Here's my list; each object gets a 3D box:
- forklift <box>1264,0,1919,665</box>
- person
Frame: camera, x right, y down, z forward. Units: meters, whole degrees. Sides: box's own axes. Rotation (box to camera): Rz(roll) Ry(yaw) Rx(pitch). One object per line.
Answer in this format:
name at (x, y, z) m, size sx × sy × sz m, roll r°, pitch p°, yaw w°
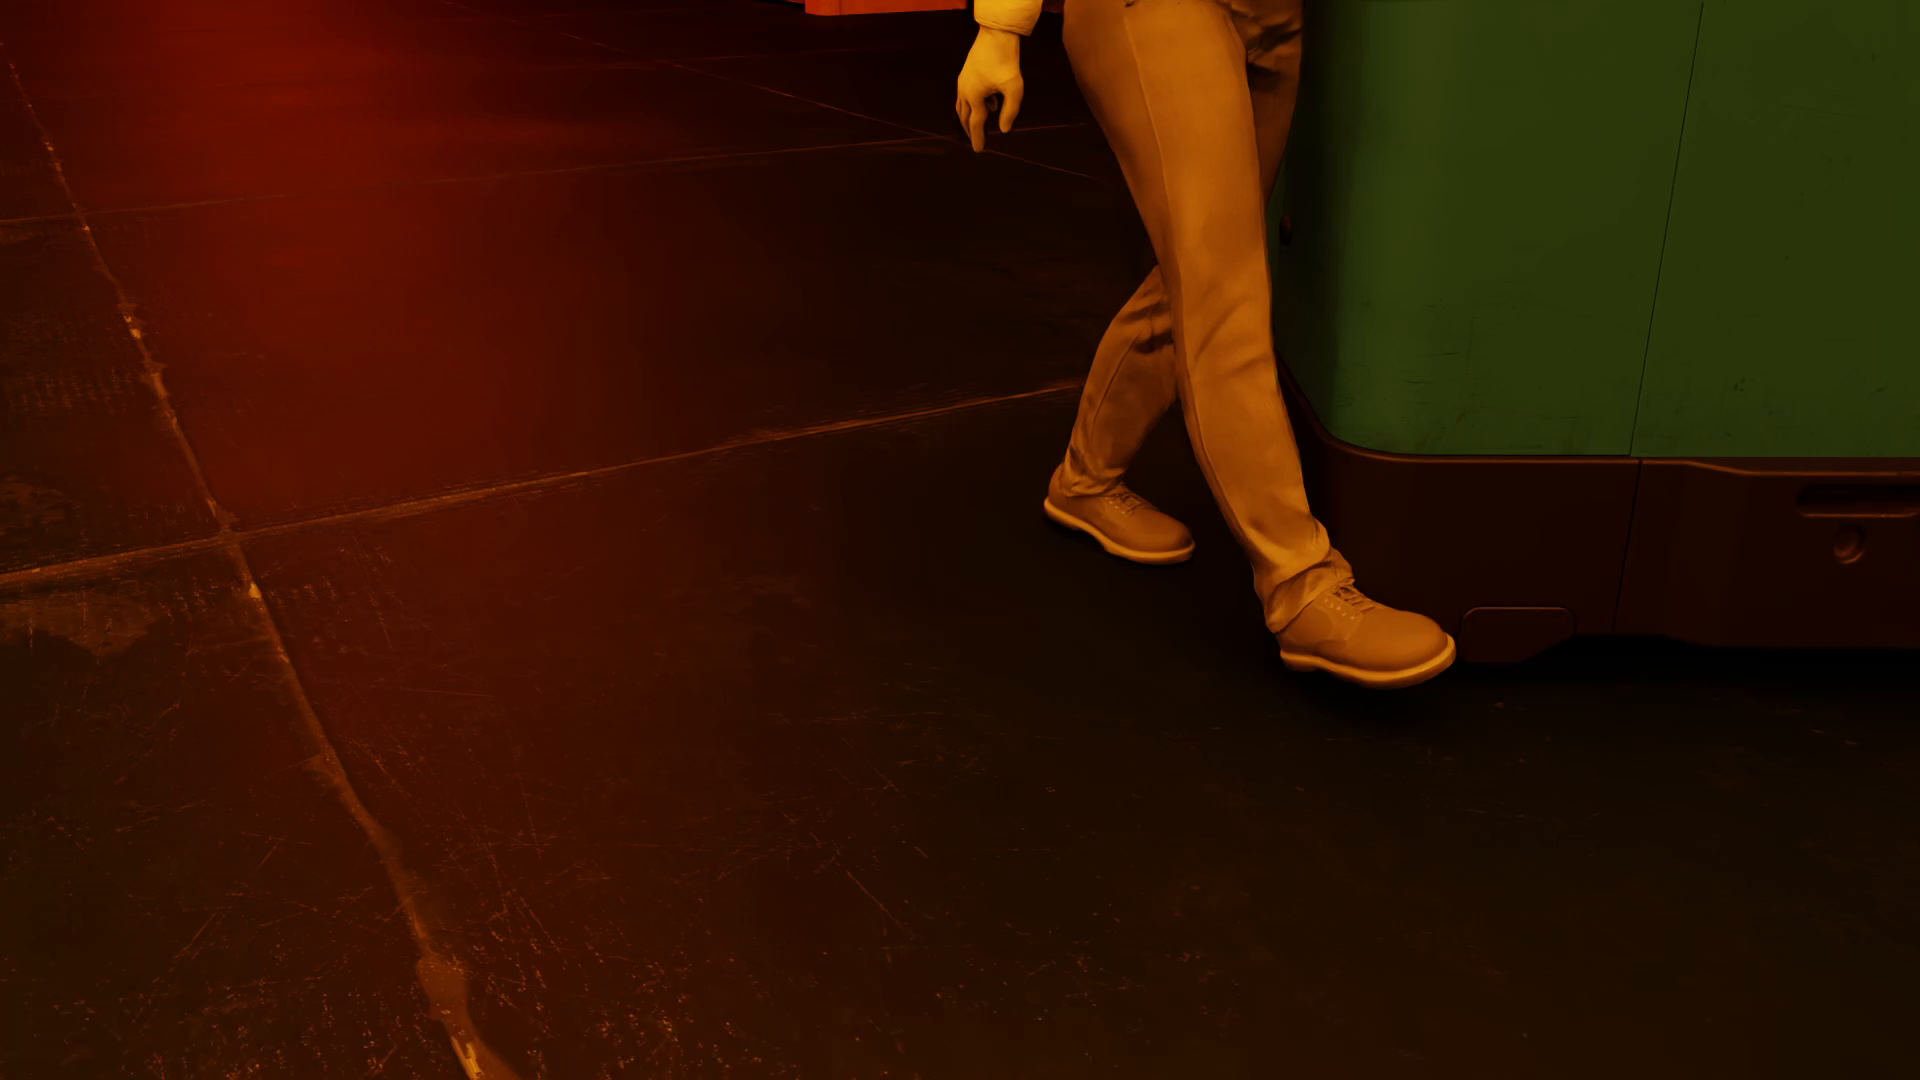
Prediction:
forklift at (1.982, -1.359, 2.086) m, size 3.031 × 2.935 × 1.130 m, roll 0°, pitch 22°, yaw 1°
person at (0.374, -0.642, 2.073) m, size 0.644 × 1.620 × 0.861 m, roll -20°, pitch 29°, yaw -39°
